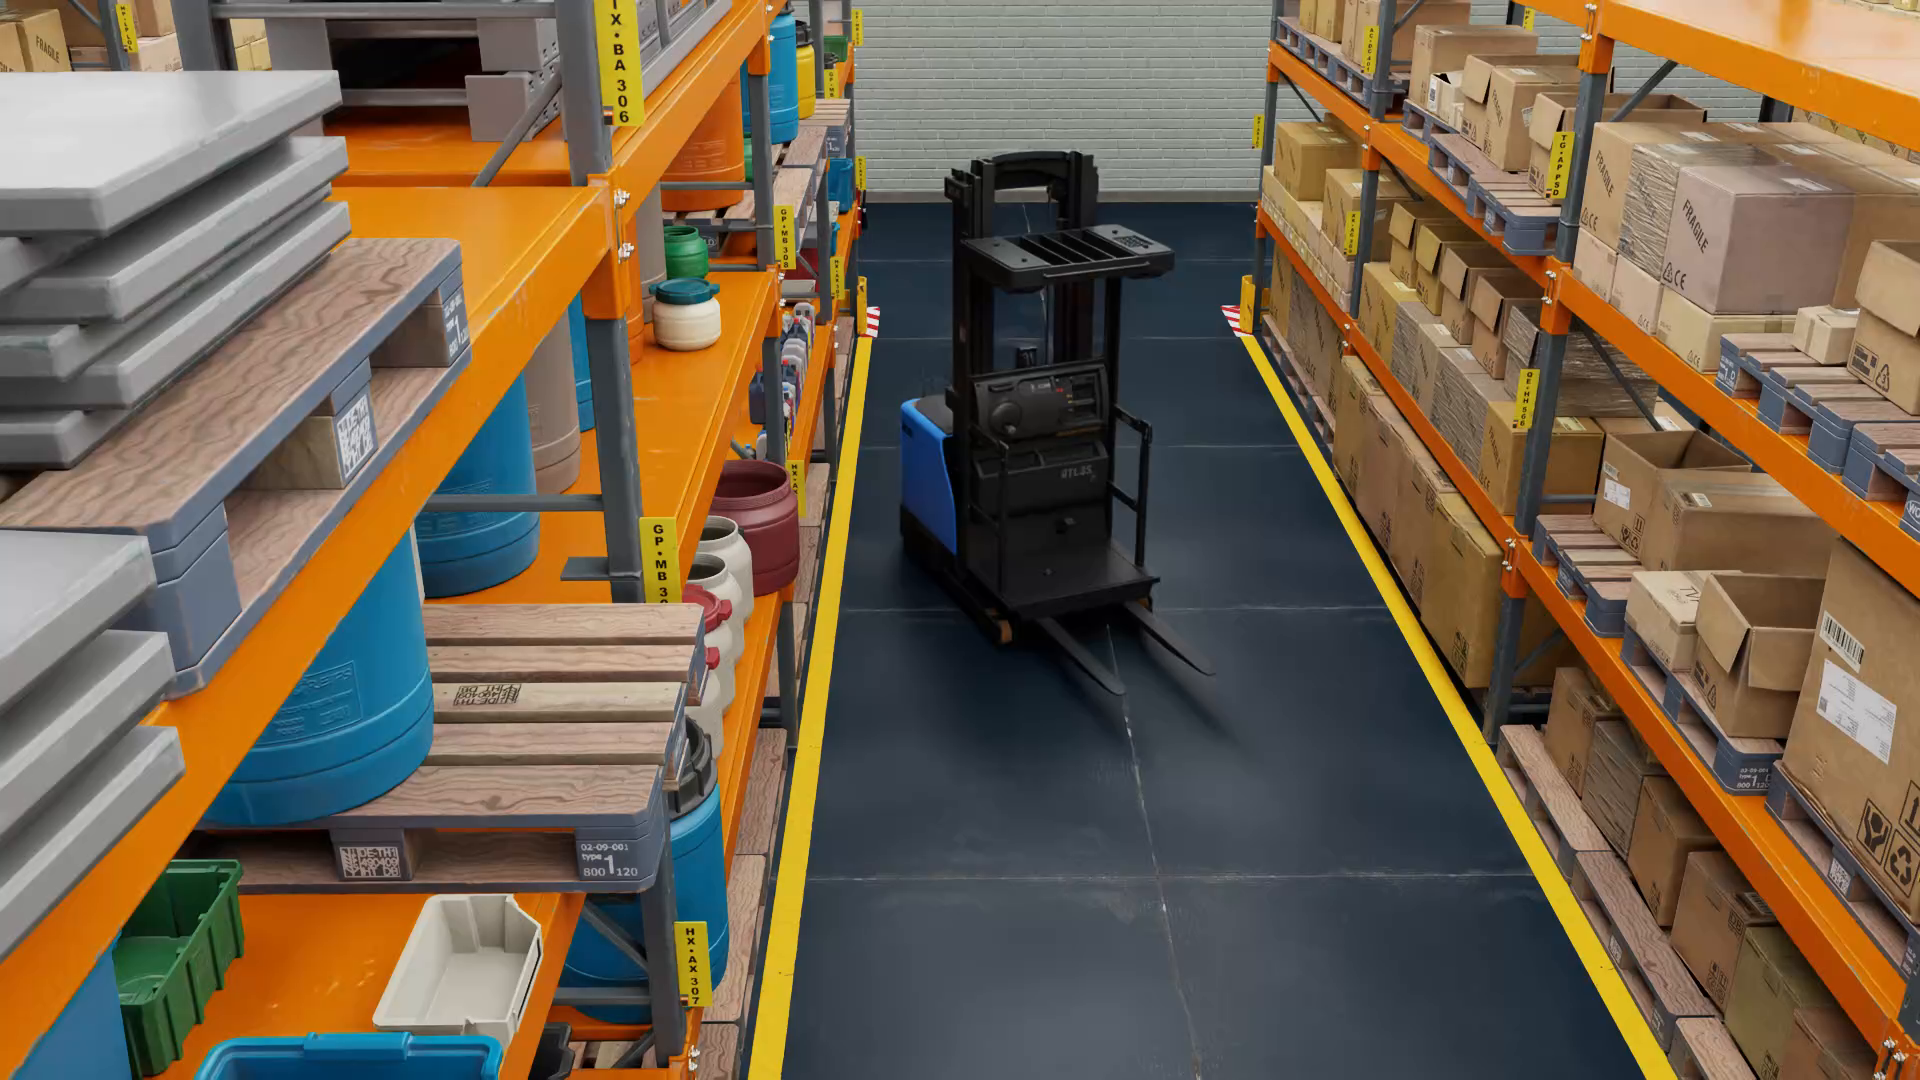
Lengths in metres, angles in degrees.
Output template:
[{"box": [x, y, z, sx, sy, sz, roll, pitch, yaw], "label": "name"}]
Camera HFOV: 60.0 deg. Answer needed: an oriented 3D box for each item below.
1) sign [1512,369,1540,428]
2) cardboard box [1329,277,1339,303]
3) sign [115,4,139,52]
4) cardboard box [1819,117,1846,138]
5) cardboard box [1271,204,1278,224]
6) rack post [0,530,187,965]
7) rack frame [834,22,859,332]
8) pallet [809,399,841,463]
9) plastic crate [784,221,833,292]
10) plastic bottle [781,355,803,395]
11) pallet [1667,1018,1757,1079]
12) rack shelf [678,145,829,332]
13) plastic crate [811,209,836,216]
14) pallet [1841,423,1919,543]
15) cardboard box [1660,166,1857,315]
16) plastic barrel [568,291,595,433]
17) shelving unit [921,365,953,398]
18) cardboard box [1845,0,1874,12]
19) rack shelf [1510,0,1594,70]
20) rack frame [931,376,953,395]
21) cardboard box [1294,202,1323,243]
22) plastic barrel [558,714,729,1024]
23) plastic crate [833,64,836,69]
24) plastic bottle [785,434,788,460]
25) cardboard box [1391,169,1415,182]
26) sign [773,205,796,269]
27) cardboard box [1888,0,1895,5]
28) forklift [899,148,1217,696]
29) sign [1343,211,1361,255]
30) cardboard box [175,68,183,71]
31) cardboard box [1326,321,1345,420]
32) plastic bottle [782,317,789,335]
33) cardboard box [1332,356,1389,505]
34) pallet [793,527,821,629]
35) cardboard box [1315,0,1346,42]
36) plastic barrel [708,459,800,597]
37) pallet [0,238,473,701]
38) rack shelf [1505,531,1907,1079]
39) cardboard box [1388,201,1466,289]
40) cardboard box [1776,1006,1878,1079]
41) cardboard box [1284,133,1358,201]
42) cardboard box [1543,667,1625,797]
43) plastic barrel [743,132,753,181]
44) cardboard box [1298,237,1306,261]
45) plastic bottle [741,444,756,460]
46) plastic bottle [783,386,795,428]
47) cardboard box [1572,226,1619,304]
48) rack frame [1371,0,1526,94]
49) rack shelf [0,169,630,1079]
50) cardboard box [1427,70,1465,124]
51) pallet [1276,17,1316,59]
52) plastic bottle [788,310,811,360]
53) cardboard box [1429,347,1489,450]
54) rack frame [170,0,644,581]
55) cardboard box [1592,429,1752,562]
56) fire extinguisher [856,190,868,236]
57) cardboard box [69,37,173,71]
[{"box": [2.969, -0.739, 8.722, 0.100, 0.325, 0.005, 0, 24, -1], "label": "sign"}, {"box": [3.146, -1.979, 13.174, 0.380, 0.149, 0.250, 0, 24, 0], "label": "cardboard box"}, {"box": [-5.871, -3.606, 11.721, 0.100, 0.325, 0.005, 0, 24, -1], "label": "sign"}, {"box": [8.149, -3.735, 15.055, 0.500, 0.500, 0.500, 0, 24, 1], "label": "cardboard box"}, {"box": [3.118, -3.038, 15.515, 0.380, 0.149, 0.250, -1, 24, -2], "label": "cardboard box"}, {"box": [-1.223, 0.286, 1.188, 0.937, 0.300, 0.954, 2, 24, 5], "label": "rack post"}, {"box": [-1.516, -3.489, 16.208, 1.000, 3.000, 0.127, 0, 24, -1], "label": "rack frame"}, {"box": [-1.519, -0.873, 13.808, 1.003, 0.211, 1.213, 0, 24, -1], "label": "pallet"}, {"box": [-1.231, -2.267, 13.354, 0.402, 0.464, 0.583, 0, 24, -1], "label": "plastic crate"}, {"box": [-1.131, -1.114, 11.107, 0.152, 0.276, 0.135, 0, 24, -1], "label": "plastic bottle"}, {"box": [3.558, 2.383, 6.608, 1.003, 0.211, 1.213, 0, 24, -1], "label": "pallet"}, {"box": [-1.451, -2.056, 10.272, 1.077, 0.370, 4.000, 0, 24, -1], "label": "rack shelf"}, {"box": [-1.337, -2.942, 15.245, 0.396, 0.136, 0.243, 0, 24, -1], "label": "plastic crate"}, {"box": [3.667, -0.103, 5.308, 1.213, 0.211, 1.003, 0, 24, -1], "label": "pallet"}, {"box": [3.286, -1.244, 6.876, 0.500, 0.500, 0.500, -1, 24, -2], "label": "cardboard box"}, {"box": [-1.622, -0.887, 6.207, 0.600, 0.901, 0.708, 0, 24, -1], "label": "plastic barrel"}, {"box": [-0.131, -0.664, 12.146, 0.258, 1.200, 0.189, -10, 26, -21], "label": "shelving unit"}, {"box": [8.149, -4.621, 14.646, 0.500, 0.250, 0.500, -1, 24, -1], "label": "cardboard box"}, {"box": [3.502, -3.263, 9.785, 1.077, 0.370, 4.000, 0, 24, -1], "label": "rack shelf"}, {"box": [-0.095, -0.630, 12.070, 0.240, 1.200, 0.006, -10, 26, -21], "label": "rack frame"}, {"box": [3.197, -2.743, 14.380, 0.500, 0.250, 0.500, -1, 24, -2], "label": "cardboard box"}, {"box": [-1.086, 1.067, 5.527, 0.600, 0.901, 0.708, 0, 24, -1], "label": "plastic barrel"}, {"box": [-1.245, -3.885, 13.764, 0.437, 0.136, 0.530, 0, 24, -1], "label": "plastic crate"}, {"box": [-1.091, -0.576, 10.007, 0.097, 0.201, 0.097, 0, 24, 0], "label": "plastic bottle"}, {"box": [3.733, -2.674, 13.316, 0.500, 0.500, 0.500, 0, 24, -1], "label": "cardboard box"}, {"box": [-0.879, -1.517, 8.335, 0.100, 0.325, 0.005, 0, 24, -1], "label": "sign"}, {"box": [8.198, -4.642, 14.209, 0.380, 0.149, 0.250, 0, 24, 1], "label": "cardboard box"}, {"box": [0.614, -0.862, 10.483, 1.130, 2.935, 3.031, -10, 26, -21], "label": "forklift"}, {"box": [2.925, -2.291, 12.411, 0.100, 0.325, 0.005, 0, 24, -1], "label": "sign"}, {"box": [-6.185, -3.526, 12.832, 0.500, 0.250, 0.500, 0, 24, -1], "label": "cardboard box"}, {"box": [3.553, -1.359, 13.567, 0.875, 0.875, 0.875, 0, 24, -1], "label": "cardboard box"}, {"box": [-1.279, -1.441, 11.738, 0.144, 0.351, 0.185, 0, 24, -1], "label": "plastic bottle"}, {"box": [3.507, -0.823, 12.381, 1.225, 0.875, 0.875, 0, 24, 0], "label": "cardboard box"}, {"box": [-1.489, 0.252, 11.321, 1.003, 0.211, 1.213, 0, 24, -1], "label": "pallet"}, {"box": [3.436, -4.501, 14.054, 0.700, 0.500, 0.500, -2, 24, -4], "label": "cardboard box"}, {"box": [-1.121, -0.065, 8.472, 0.600, 0.536, 0.708, 0, 24, -1], "label": "plastic barrel"}, {"box": [-1.332, -0.166, 2.295, 1.003, 0.211, 1.213, 0, 24, -1], "label": "pallet"}, {"box": [3.546, 0.937, 7.295, 1.077, 0.370, 4.000, 0, 24, -1], "label": "rack shelf"}, {"box": [3.495, -2.103, 11.804, 0.797, 0.503, 0.637, -1, 24, -2], "label": "cardboard box"}, {"box": [3.582, 2.119, 6.308, 0.700, 0.500, 0.500, -2, 24, -5], "label": "cardboard box"}, {"box": [3.189, -3.302, 14.705, 0.500, 0.500, 0.500, -1, 24, -2], "label": "cardboard box"}, {"box": [3.551, 0.999, 8.783, 0.700, 0.500, 0.500, -2, 24, -3], "label": "cardboard box"}, {"box": [-1.210, -2.118, 9.214, 0.294, 0.245, 0.294, 0, 24, 0], "label": "plastic barrel"}, {"box": [3.133, -2.507, 14.342, 0.380, 0.149, 0.250, 0, 24, 0], "label": "cardboard box"}, {"box": [-1.240, -0.464, 9.761, 0.097, 0.201, 0.097, 0, 24, 0], "label": "plastic bottle"}, {"box": [-1.097, -0.838, 10.502, 0.097, 0.271, 0.097, 0, 24, 0], "label": "plastic bottle"}, {"box": [3.275, -1.319, 7.951, 0.500, 0.250, 0.500, 0, 24, 0], "label": "cardboard box"}, {"box": [3.480, -4.597, 11.377, 1.000, 3.000, 0.127, 0, 24, -1], "label": "rack frame"}, {"box": [-1.363, 0.056, 2.447, 1.077, 0.370, 4.000, 0, 24, -1], "label": "rack shelf"}, {"box": [3.402, -2.928, 10.926, 0.500, 0.311, 0.500, -1, 24, -2], "label": "cardboard box"}, {"box": [3.455, -4.532, 14.982, 1.003, 0.211, 1.213, 0, 24, -1], "label": "pallet"}, {"box": [-1.135, -1.441, 11.740, 0.144, 0.351, 0.185, 0, 24, -1], "label": "plastic bottle"}, {"box": [3.262, -0.882, 10.323, 0.500, 0.500, 0.500, -1, 24, -2], "label": "cardboard box"}, {"box": [-1.385, -1.278, 4.039, 1.000, 3.000, 0.127, 0, 24, -1], "label": "rack frame"}, {"box": [3.570, -0.230, 8.370, 0.500, 0.500, 0.500, -3, 25, -7], "label": "cardboard box"}, {"box": [-1.063, -3.348, 16.443, 0.296, 0.674, 0.183, 0, 24, -1], "label": "fire extinguisher"}, {"box": [-6.182, -3.548, 12.273, 0.500, 0.250, 0.500, 0, 24, -1], "label": "cardboard box"}]
